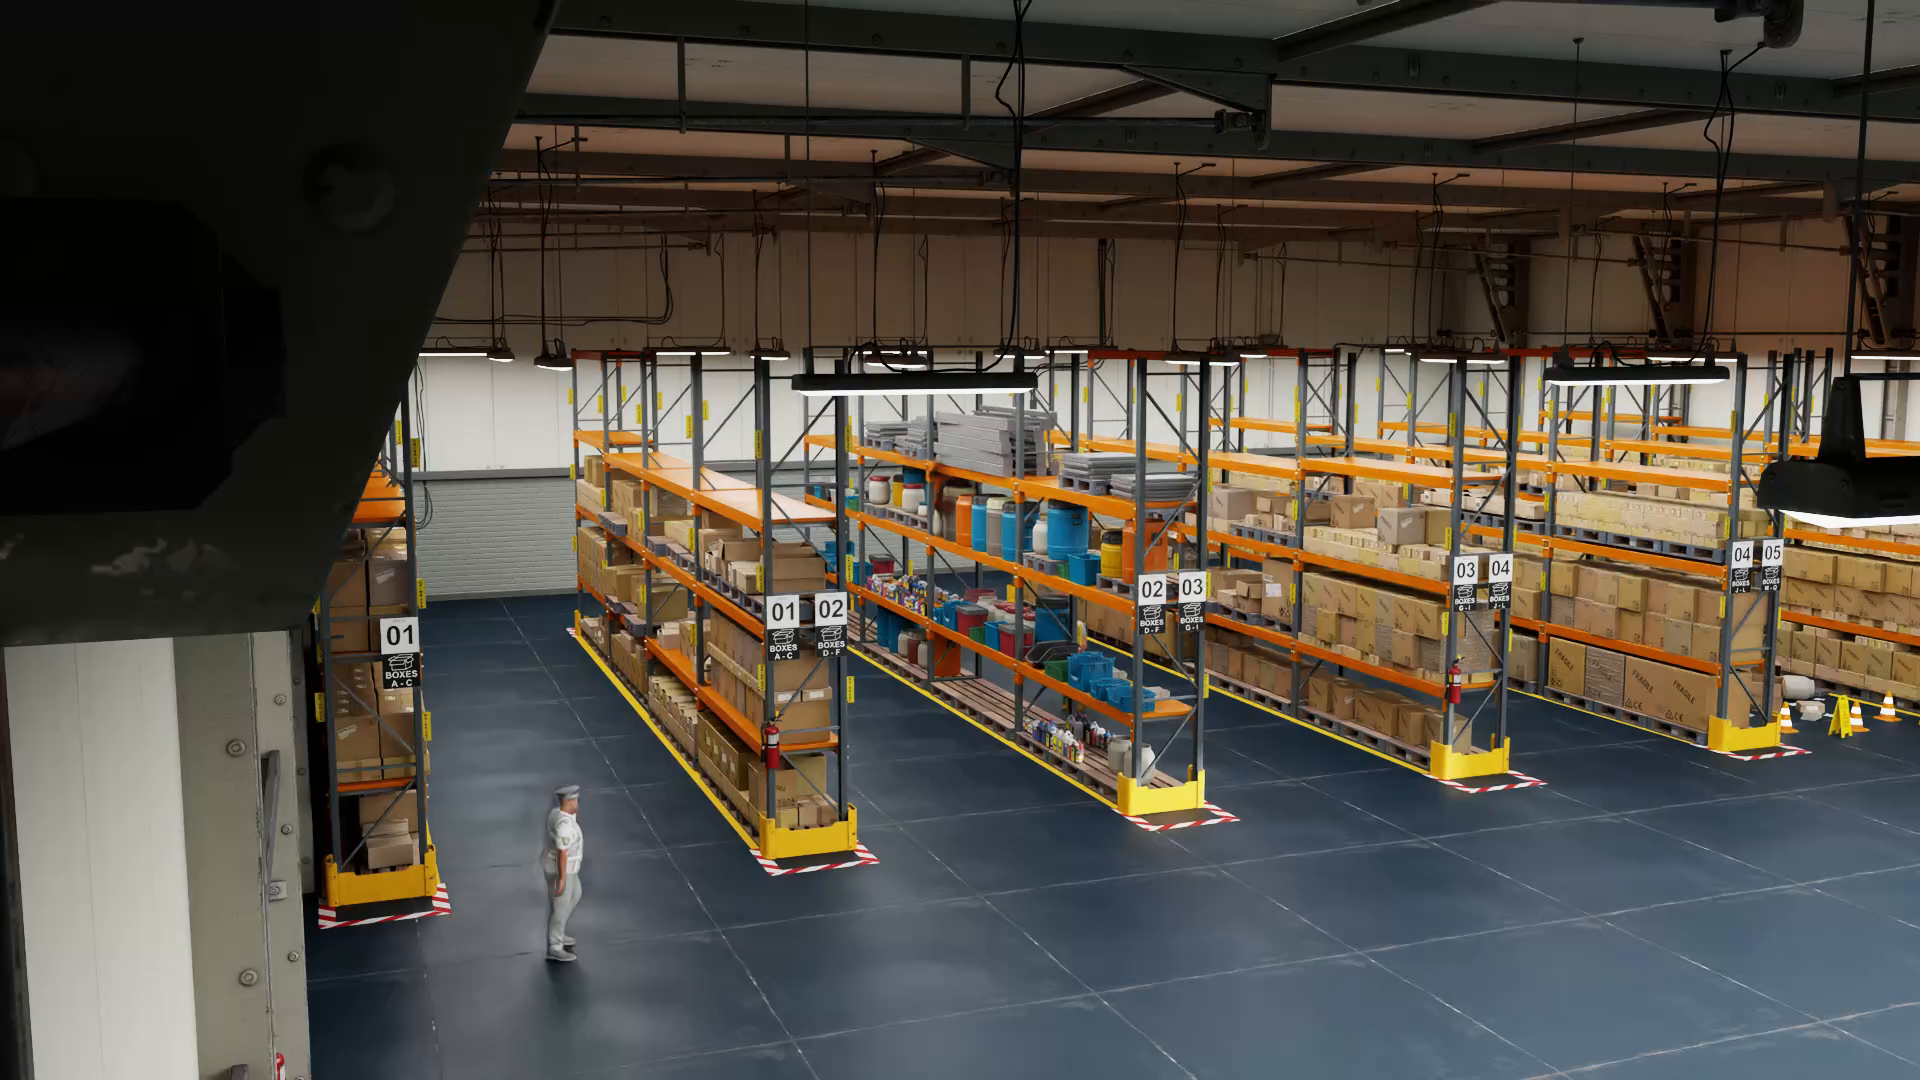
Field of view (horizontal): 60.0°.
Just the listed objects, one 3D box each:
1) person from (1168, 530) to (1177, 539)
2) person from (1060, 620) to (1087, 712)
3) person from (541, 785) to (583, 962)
[{"bbox_3d":[5.213,0.357,41.121,0.976,1.740,0.706,-3,8,-21],"label":"person"},{"bbox_3d":[1.864,1.964,27.889,0.572,1.801,0.431,7,10,42],"label":"person"},{"bbox_3d":[-4.054,3.361,16.956,0.410,1.746,0.642,-2,7,-18],"label":"person"}]
